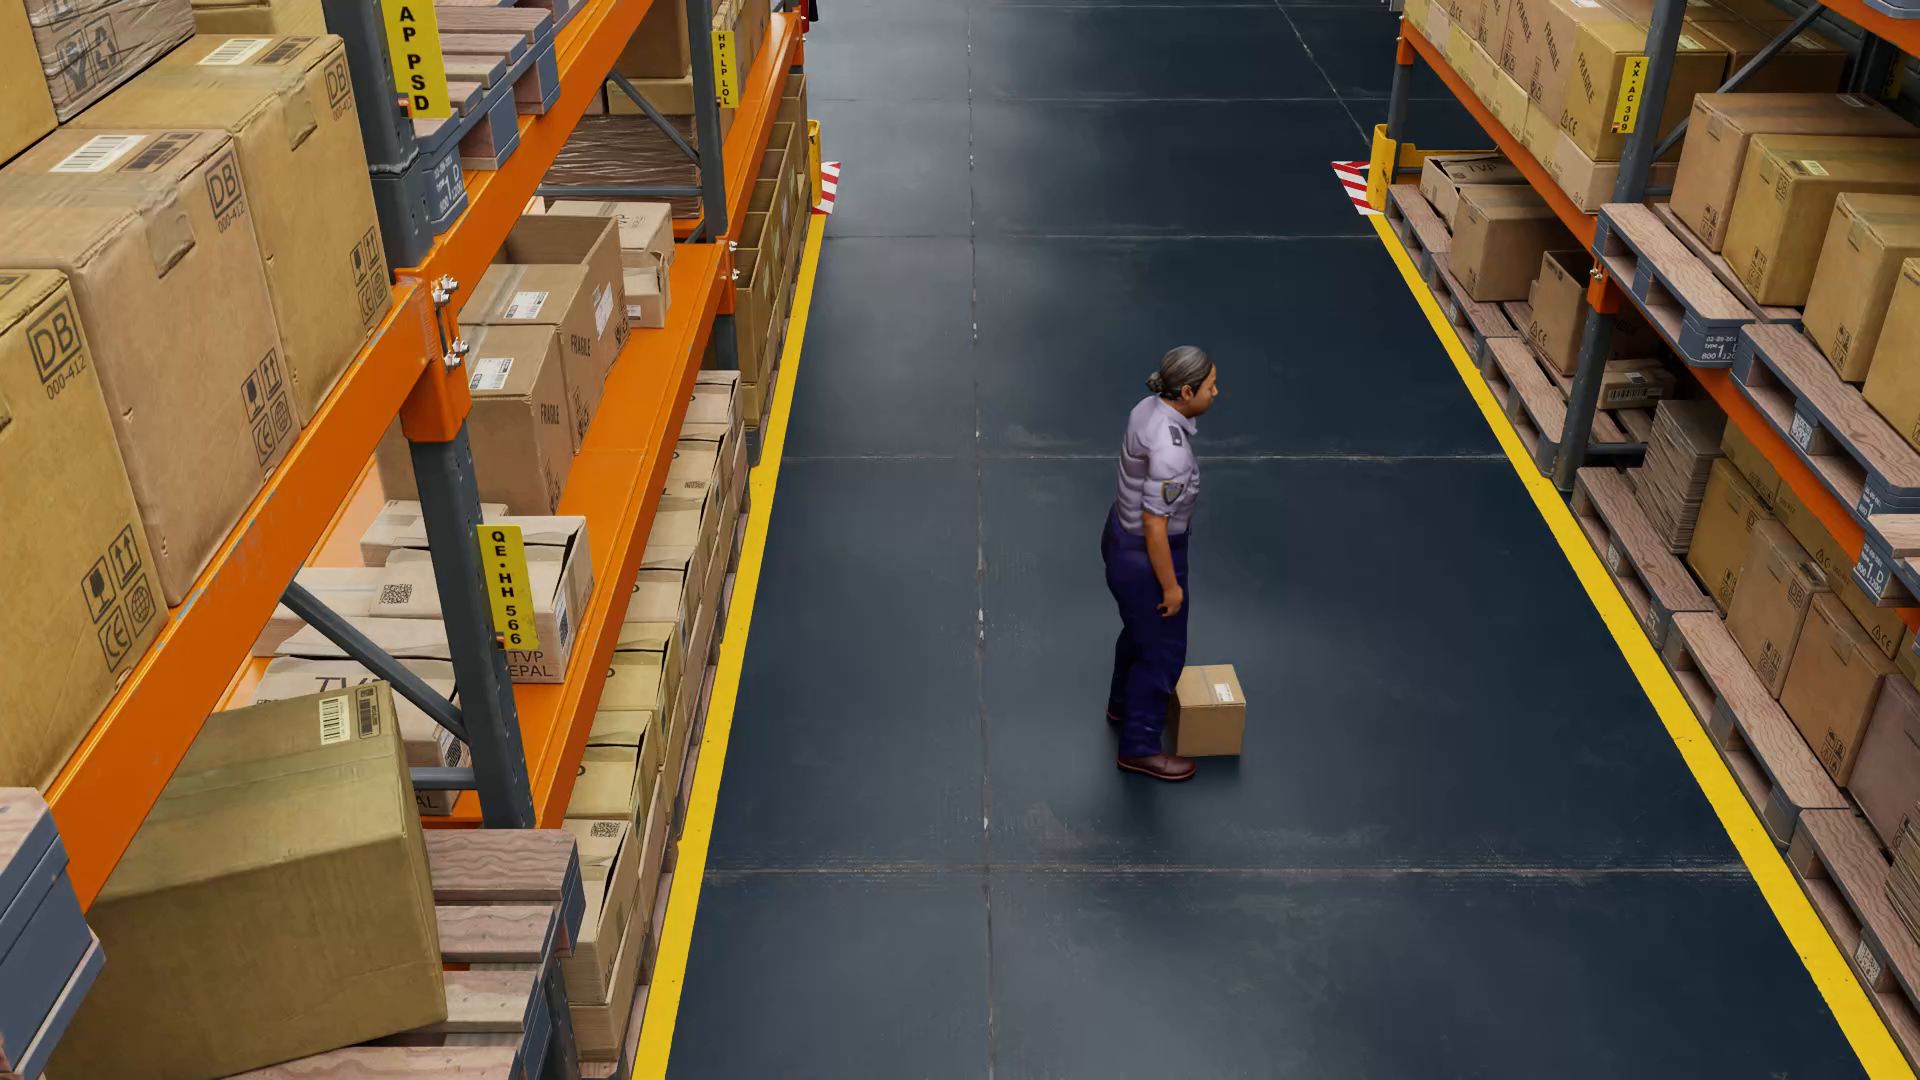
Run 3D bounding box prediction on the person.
[{"bbox_3d":[0.704,0.066,6.037,0.367,1.651,0.546,0,32,-1],"label":"person"}]
